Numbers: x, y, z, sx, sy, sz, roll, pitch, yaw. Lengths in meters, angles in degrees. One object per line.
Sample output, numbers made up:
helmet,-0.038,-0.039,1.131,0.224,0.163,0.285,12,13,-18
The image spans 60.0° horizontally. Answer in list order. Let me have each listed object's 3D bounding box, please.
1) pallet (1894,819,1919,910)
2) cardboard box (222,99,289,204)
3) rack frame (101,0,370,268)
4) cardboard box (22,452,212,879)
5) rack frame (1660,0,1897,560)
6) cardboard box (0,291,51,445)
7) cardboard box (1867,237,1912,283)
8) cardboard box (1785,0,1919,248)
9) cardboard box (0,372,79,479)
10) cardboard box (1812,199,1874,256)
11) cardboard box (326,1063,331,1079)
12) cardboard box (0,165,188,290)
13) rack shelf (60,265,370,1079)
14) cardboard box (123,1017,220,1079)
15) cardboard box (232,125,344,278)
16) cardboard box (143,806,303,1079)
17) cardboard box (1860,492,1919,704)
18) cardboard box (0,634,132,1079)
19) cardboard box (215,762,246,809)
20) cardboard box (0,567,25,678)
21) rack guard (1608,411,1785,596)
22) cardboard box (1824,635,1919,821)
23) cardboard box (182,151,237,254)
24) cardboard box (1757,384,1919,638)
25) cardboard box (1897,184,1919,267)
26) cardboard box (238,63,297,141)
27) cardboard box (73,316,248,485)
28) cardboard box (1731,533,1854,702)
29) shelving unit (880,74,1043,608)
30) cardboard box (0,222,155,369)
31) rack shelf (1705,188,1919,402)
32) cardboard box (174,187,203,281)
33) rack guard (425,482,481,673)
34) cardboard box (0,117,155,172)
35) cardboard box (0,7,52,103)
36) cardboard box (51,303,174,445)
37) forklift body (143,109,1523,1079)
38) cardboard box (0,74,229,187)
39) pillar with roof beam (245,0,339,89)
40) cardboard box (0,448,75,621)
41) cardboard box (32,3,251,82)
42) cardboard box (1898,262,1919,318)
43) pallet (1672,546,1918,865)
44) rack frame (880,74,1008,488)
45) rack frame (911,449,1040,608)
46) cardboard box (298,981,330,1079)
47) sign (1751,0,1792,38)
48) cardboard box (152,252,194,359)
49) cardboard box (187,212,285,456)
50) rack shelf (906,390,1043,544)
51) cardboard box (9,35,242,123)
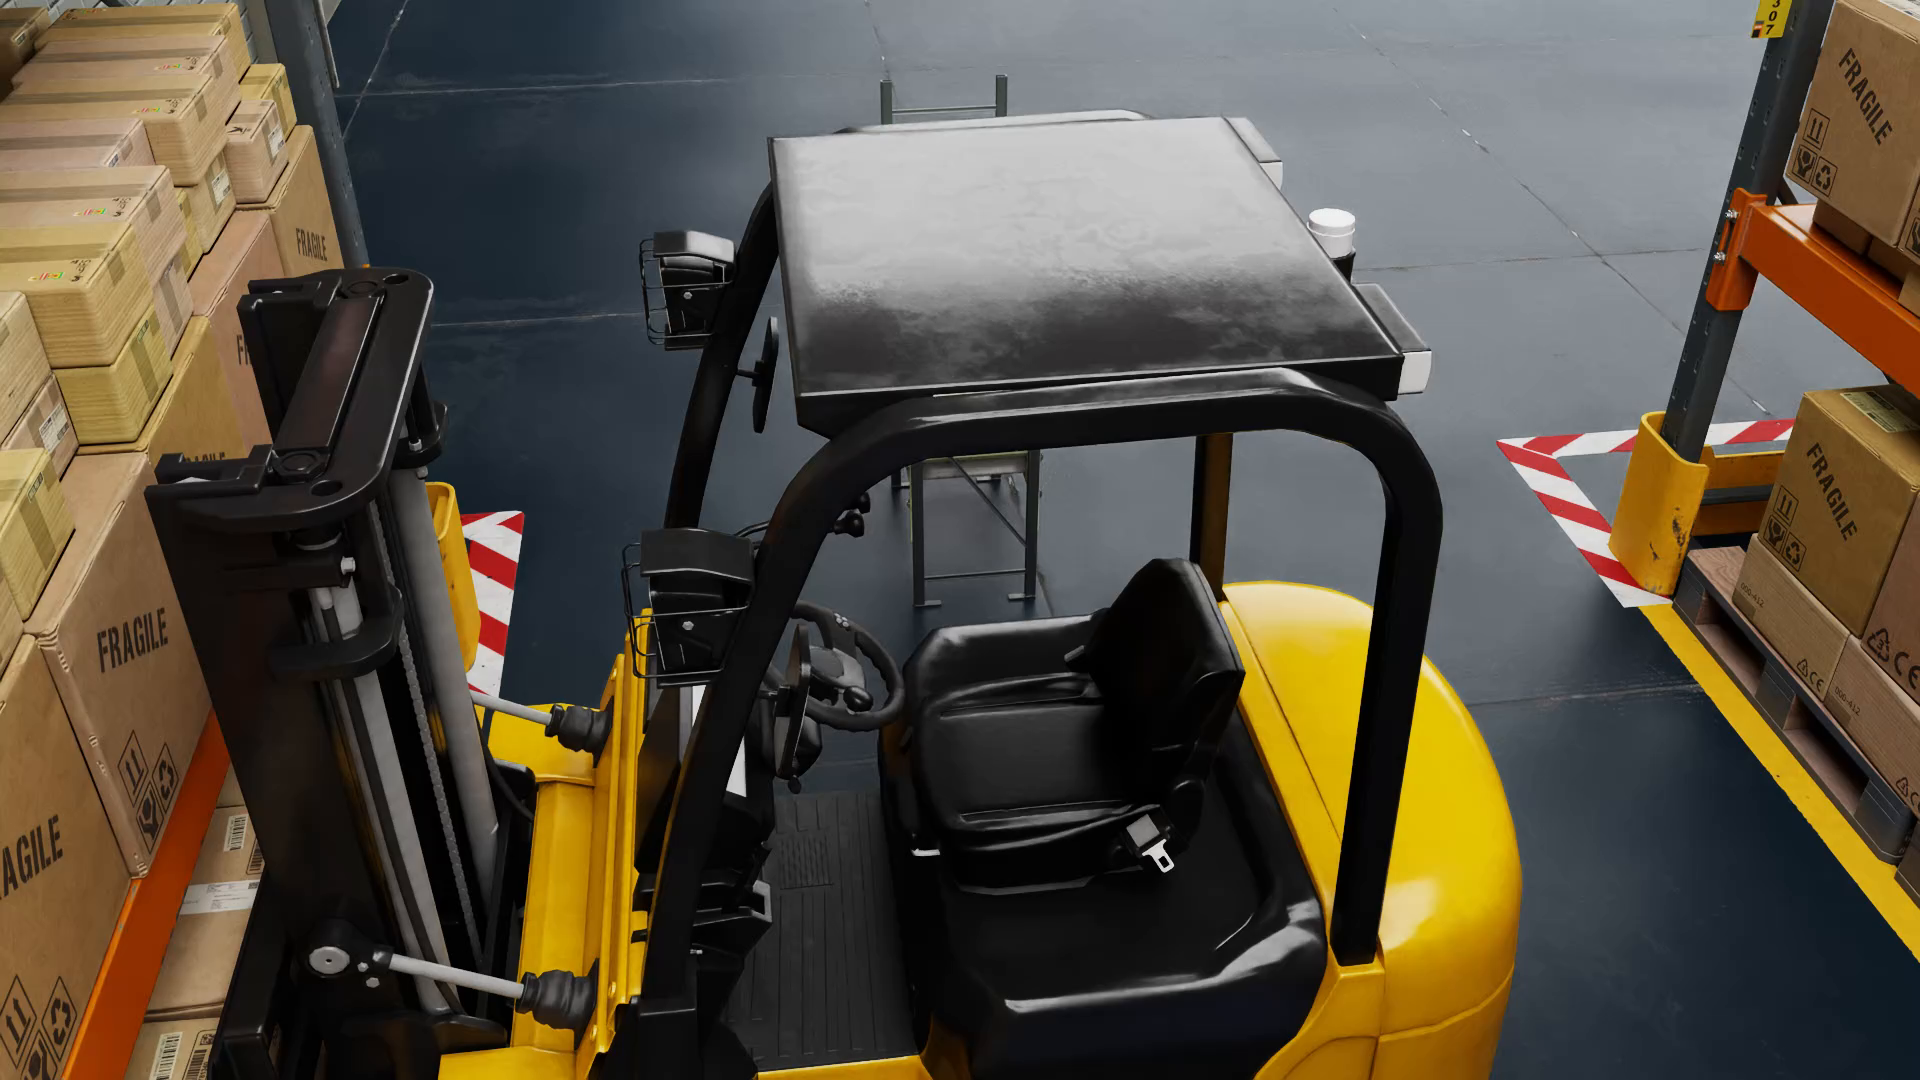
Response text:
pallet,3.057,1.096,3.954,1.003,0.211,1.213,-4,35,-6
cardboard box,-1.718,-0.853,3.673,0.380,0.149,0.250,-4,34,-6
rack frame,-2.106,-0.856,4.342,1.000,3.000,0.127,-4,35,-6
cardboard box,-1.571,0.213,2.685,0.500,0.500,0.500,-4,34,-6
rack frame,2.812,-1.234,4.897,1.000,3.000,0.127,-4,35,-6
cardboard box,-1.637,-0.249,2.523,0.380,0.149,0.250,-4,34,-6
cardboard box,2.701,-0.785,4.461,0.380,0.149,0.250,-4,34,-6
cardboard box,2.601,-1.113,4.366,0.500,0.500,0.500,-5,35,-7
cardboard box,-1.641,-0.133,2.617,0.380,0.149,0.250,-5,35,-7
cardboard box,2.653,-0.925,4.667,0.380,0.149,0.250,-4,35,-6
cardboard box,-1.522,1.191,3.407,0.500,0.250,0.500,-3,34,-5
cardboard box,-1.618,-0.544,2.955,0.380,0.149,0.250,-4,34,-5
rack shelf,-1.837,0.557,2.907,1.077,0.370,4.000,-4,35,-6
cardboard box,-1.459,1.069,2.698,0.500,0.250,0.500,-3,34,-5
cardboard box,-1.780,-0.643,3.940,0.500,0.500,0.500,-5,35,-7
cardboard box,-1.522,0.776,3.129,0.500,0.250,0.500,-5,35,-7
cardboard box,2.725,0.195,4.204,0.500,0.500,0.500,-6,35,-8
cardboard box,-1.525,0.496,2.270,0.500,0.500,0.500,-5,35,-7
cardboard box,-1.583,0.492,3.545,0.500,0.250,0.500,-4,34,-6
cardboard box,-1.494,0.153,2.198,0.380,0.149,0.250,-5,35,-8
rack guard,2.822,-0.159,5.539,1.175,0.500,0.348,-4,35,-6
cardboard box,2.708,0.485,4.443,0.500,0.250,0.500,-3,34,-5
cardboard box,-1.744,-0.703,3.454,0.380,0.149,0.250,-4,34,-5
cardboard box,2.650,-0.097,4.631,0.500,0.500,0.500,-5,35,-8
cardboard box,2.674,-0.824,3.943,0.500,0.500,0.500,-3,34,-5
cardboard box,-1.782,-0.993,3.879,0.380,0.149,0.250,-4,34,-6
cardboard box,-1.650,-0.066,3.095,0.500,0.500,0.500,-5,35,-7
cardboard box,2.646,0.200,4.862,0.500,0.250,0.500,-5,35,-7
shelving unit,-0.001,-0.623,5.333,0.431,1.500,0.755,-4,35,-6
cardboard box,-1.578,-0.400,2.744,0.380,0.149,0.250,-4,34,-5
rack shelf,3.081,0.179,3.462,1.077,0.370,4.000,-4,35,-6
cardboard box,-1.722,-0.564,3.249,0.380,0.149,0.250,-5,35,-7
rack guard,-2.109,0.164,5.066,1.175,0.500,0.348,-4,35,-6
cardboard box,-1.763,-0.681,3.156,0.380,0.149,0.250,-4,34,-6
cardboard box,-2.273,-1.085,3.749,0.380,0.149,0.250,-5,35,-7
cardboard box,-1.585,-0.279,2.831,0.380,0.149,0.250,-4,34,-6
forklift body,-0.043,0.415,3.231,2.313,2.155,1.214,-4,35,-6
cardboard box,-1.723,-0.825,3.368,0.380,0.149,0.250,-4,34,-5
pillar with roof beam,0.553,-6.552,7.374,9.100,9.000,0.400,-4,35,-6
cardboard box,-1.539,0.005,2.415,0.380,0.149,0.250,-5,35,-7
cardboard box,-1.849,-1.104,3.778,0.380,0.149,0.250,-4,35,-6
cardboard box,2.656,-0.631,4.235,0.380,0.149,0.250,-5,35,-8
pallet,2.896,0.417,4.951,1.003,0.211,1.213,-4,35,-6
rack frame,-0.050,-0.828,5.633,0.400,1.500,0.023,-4,35,-6
rack frame,0.048,-0.419,5.033,0.400,1.500,0.023,-4,35,-6
cardboard box,-1.520,0.995,3.251,0.500,0.250,0.500,-4,35,-7
sign,2.274,-1.551,4.593,0.100,0.325,0.005,-4,35,-6
cardboard box,-1.639,-0.419,3.036,0.380,0.149,0.250,-5,35,-8
cardboard box,-1.719,-0.352,3.515,0.500,0.500,0.500,-3,34,-5
rack shelf,-0.001,-0.354,5.517,0.431,0.370,0.720,-4,35,-6
cardboard box,-1.785,-0.969,3.579,0.380,0.149,0.250,-4,35,-6
